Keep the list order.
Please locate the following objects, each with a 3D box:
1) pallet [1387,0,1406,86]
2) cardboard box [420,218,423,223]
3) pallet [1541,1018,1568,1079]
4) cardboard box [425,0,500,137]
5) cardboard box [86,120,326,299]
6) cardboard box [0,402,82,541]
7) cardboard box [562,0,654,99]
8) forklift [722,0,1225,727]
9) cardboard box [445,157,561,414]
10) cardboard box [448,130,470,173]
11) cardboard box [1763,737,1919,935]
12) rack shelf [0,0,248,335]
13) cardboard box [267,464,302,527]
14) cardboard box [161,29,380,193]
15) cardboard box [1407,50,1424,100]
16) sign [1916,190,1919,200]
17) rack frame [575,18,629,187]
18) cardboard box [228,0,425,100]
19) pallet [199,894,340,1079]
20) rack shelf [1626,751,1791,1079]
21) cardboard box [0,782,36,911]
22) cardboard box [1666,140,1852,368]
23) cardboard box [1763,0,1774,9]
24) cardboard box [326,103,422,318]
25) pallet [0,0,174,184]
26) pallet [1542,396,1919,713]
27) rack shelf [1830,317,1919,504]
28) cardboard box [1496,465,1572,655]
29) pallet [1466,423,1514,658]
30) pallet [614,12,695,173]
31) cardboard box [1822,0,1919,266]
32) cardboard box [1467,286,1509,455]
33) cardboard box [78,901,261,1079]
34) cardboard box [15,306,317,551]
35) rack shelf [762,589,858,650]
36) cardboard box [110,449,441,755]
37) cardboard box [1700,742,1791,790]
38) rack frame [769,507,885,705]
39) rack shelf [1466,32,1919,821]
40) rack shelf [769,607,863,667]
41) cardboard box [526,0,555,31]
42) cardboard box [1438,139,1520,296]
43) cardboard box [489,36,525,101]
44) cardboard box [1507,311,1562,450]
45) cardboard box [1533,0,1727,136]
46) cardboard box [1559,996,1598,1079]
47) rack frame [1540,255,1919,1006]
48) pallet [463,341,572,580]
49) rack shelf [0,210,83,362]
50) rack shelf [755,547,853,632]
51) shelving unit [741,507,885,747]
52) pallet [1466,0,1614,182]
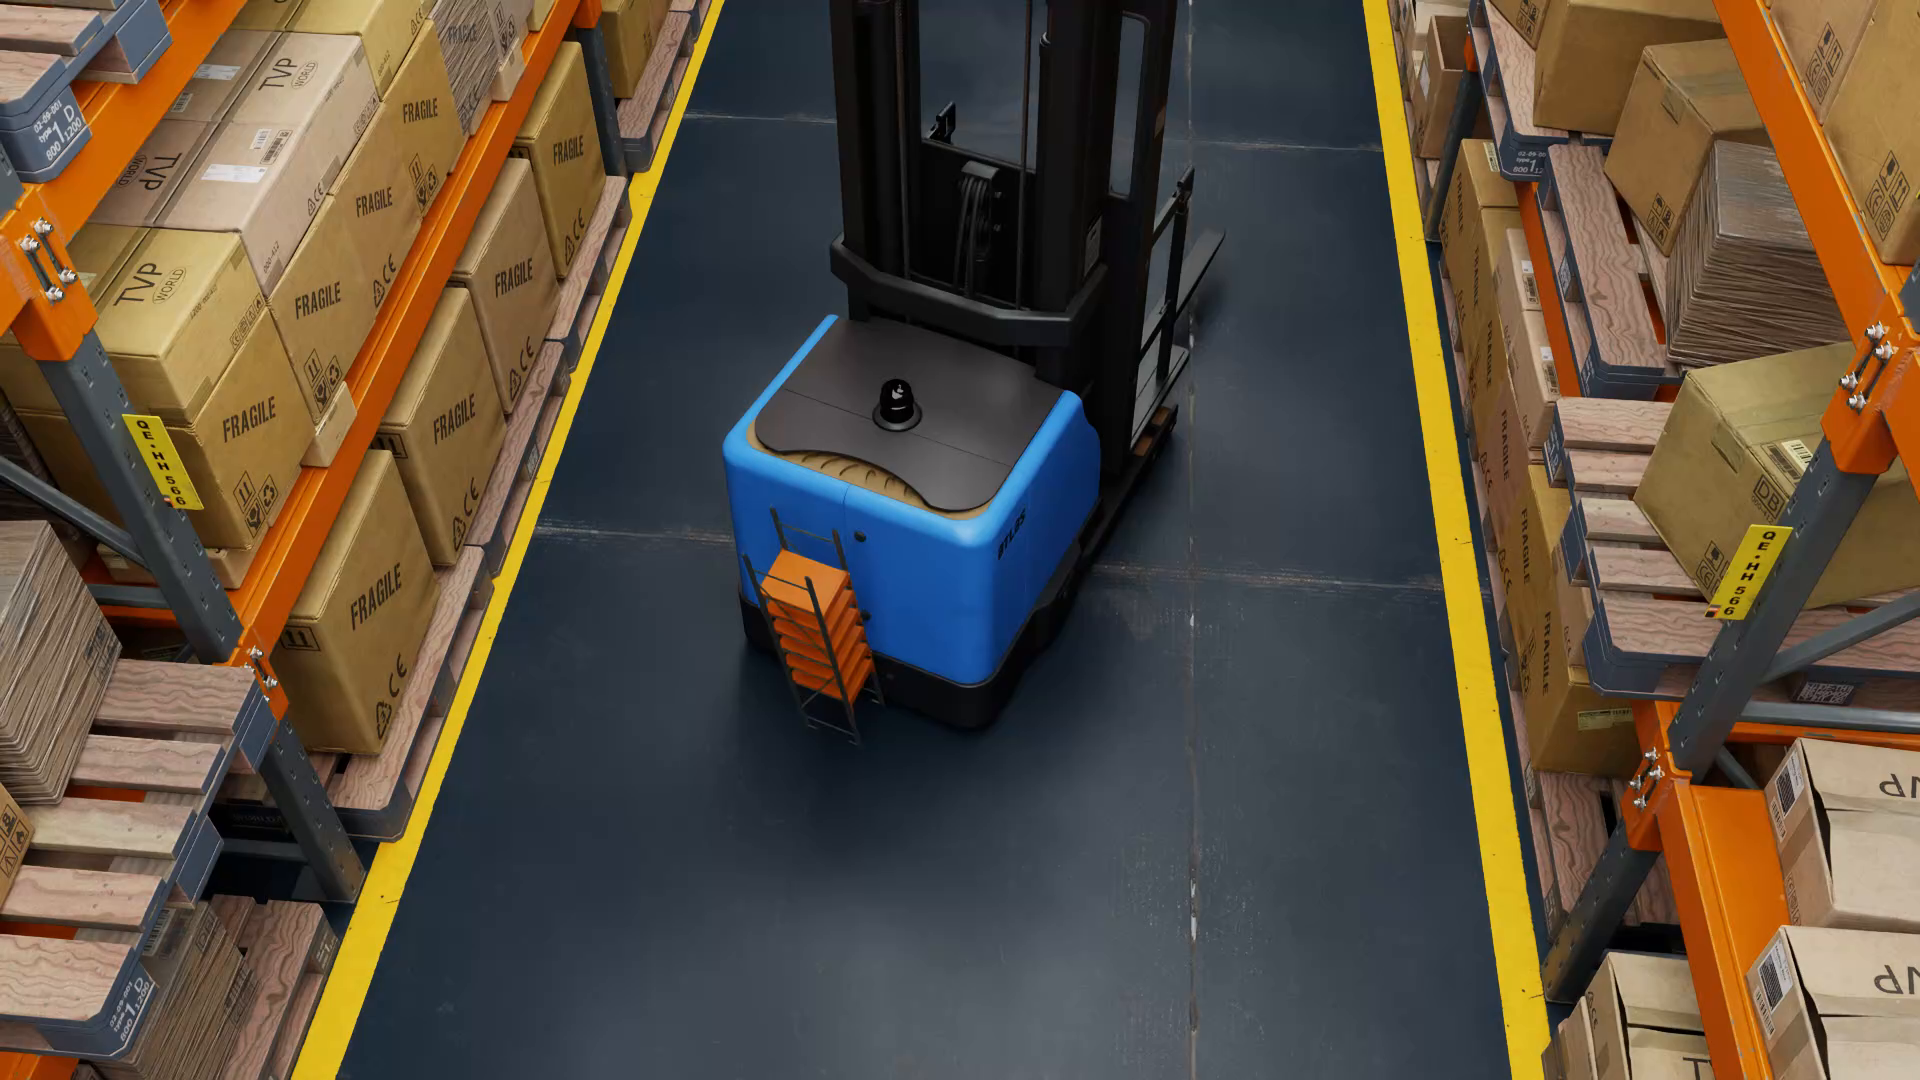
[{"bbox_3d":[2.934,-2.928,9.286,1.003,0.211,1.213,4,48,4],"label":"pallet"},{"bbox_3d":[-2.147,-1.133,5.910,0.380,0.149,0.250,4,48,4],"label":"cardboard box"},{"bbox_3d":[2.283,2.017,4.762,1.003,0.211,1.213,4,48,4],"label":"pallet"},{"bbox_3d":[-2.054,-1.837,6.115,0.500,0.500,0.500,4,48,4],"label":"cardboard box"},{"bbox_3d":[-2.190,-0.962,4.806,0.500,0.250,0.500,3,48,3],"label":"cardboard box"},{"bbox_3d":[-2.756,-0.363,4.766,0.500,0.500,0.500,4,48,4],"label":"cardboard box"},{"bbox_3d":[-2.001,-2.637,8.539,0.700,0.500,0.500,4,48,4],"label":"cardboard box"},{"bbox_3d":[0.277,-1.407,6.051,1.130,2.935,3.031,20,51,17],"label":"forklift"},{"bbox_3d":[-2.180,-1.073,6.871,0.750,0.750,0.750,5,48,5],"label":"cardboard box"},{"bbox_3d":[-2.080,-1.520,6.264,0.380,0.149,0.250,3,48,2],"label":"cardboard box"},{"bbox_3d":[2.320,0.768,4.075,0.500,0.311,0.500,7,48,6],"label":"cardboard box"},{"bbox_3d":[-2.354,-2.096,5.089,1.077,0.370,4.000,4,48,4],"label":"rack shelf"},{"bbox_3d":[-2.244,-0.190,5.048,0.380,0.149,0.250,4,48,4],"label":"cardboard box"},{"bbox_3d":[-2.148,-1.330,5.143,0.500,0.250,0.500,4,48,4],"label":"cardboard box"},{"bbox_3d":[2.506,-2.370,8.518,0.380,0.149,0.250,4,48,4],"label":"cardboard box"},{"bbox_3d":[1.857,-0.752,3.021,0.100,0.325,0.005,4,48,4],"label":"sign"},{"bbox_3d":[-2.172,-2.796,7.275,1.000,3.000,0.127,4,48,4],"label":"rack frame"},{"bbox_3d":[-2.108,-1.706,5.486,0.500,0.250,0.500,3,48,3],"label":"cardboard box"},{"bbox_3d":[-2.609,1.658,5.090,1.003,0.211,1.213,4,48,4],"label":"pallet"},{"bbox_3d":[2.215,2.186,3.206,1.077,0.370,4.000,4,48,4],"label":"rack shelf"},{"bbox_3d":[-2.593,0.719,3.694,0.700,0.500,0.500,0,48,0],"label":"cardboard box"},{"bbox_3d":[2.616,-0.832,5.126,0.700,0.500,0.500,12,49,11],"label":"cardboard box"},{"bbox_3d":[2.497,-1.653,4.128,0.910,0.500,0.500,4,48,4],"label":"cardboard box"},{"bbox_3d":[-2.134,-1.087,5.428,0.500,0.500,0.500,4,48,3],"label":"cardboard box"},{"bbox_3d":[-2.530,-1.282,3.985,1.213,0.211,1.003,6,48,5],"label":"pallet"},{"bbox_3d":[2.389,0.035,4.815,1.213,0.211,1.003,4,48,4],"label":"pallet"},{"bbox_3d":[2.215,1.173,2.099,1.077,0.370,4.000,4,48,4],"label":"rack shelf"},{"bbox_3d":[2.296,0.085,6.035,0.500,0.500,0.500,2,48,2],"label":"cardboard box"},{"bbox_3d":[2.617,-0.026,6.631,1.003,0.211,1.213,4,48,4],"label":"pallet"},{"bbox_3d":[-2.025,-2.409,8.810,1.003,0.211,1.213,4,48,4],"label":"pallet"},{"bbox_3d":[2.403,-0.896,3.436,0.910,0.500,0.500,4,48,4],"label":"cardboard box"},{"bbox_3d":[2.384,-0.672,6.728,0.500,0.500,0.500,4,48,4],"label":"cardboard box"},{"bbox_3d":[-2.550,1.371,4.859,0.700,0.500,0.500,4,48,4],"label":"cardboard box"},{"bbox_3d":[-2.237,-0.338,4.743,0.500,0.500,0.500,5,48,5],"label":"cardboard box"},{"bbox_3d":[-0.491,0.222,5.464,0.258,0.103,0.180,19,62,17],"label":"rack shelf"},{"bbox_3d":[-2.339,0.195,5.711,0.750,0.750,0.750,3,48,3],"label":"cardboard box"},{"bbox_3d":[2.723,0.853,5.333,0.500,0.500,0.500,6,48,5],"label":"cardboard box"},{"bbox_3d":[-0.437,0.253,5.671,0.240,1.200,0.006,19,62,17],"label":"rack frame"},{"bbox_3d":[2.579,-0.754,5.894,1.077,0.370,4.000,4,48,4],"label":"rack shelf"},{"bbox_3d":[-0.482,0.285,5.565,0.258,0.103,0.180,19,62,17],"label":"rack shelf"},{"bbox_3d":[-1.920,-2.264,6.945,0.380,0.149,0.250,5,48,4],"label":"cardboard box"},{"bbox_3d":[2.475,-1.432,7.423,0.500,0.500,0.500,2,48,2],"label":"cardboard box"},{"bbox_3d":[-1.954,-1.878,6.592,0.380,0.149,0.250,4,48,4],"label":"cardboard box"},{"bbox_3d":[2.339,-0.581,6.137,0.500,0.250,0.500,3,48,3],"label":"cardboard box"},{"bbox_3d":[2.496,-1.799,6.010,0.700,0.500,0.500,11,48,10],"label":"cardboard box"},{"bbox_3d":[2.057,1.625,4.810,0.500,0.250,0.500,4,48,3],"label":"cardboard box"},{"bbox_3d":[2.397,0.473,4.284,1.000,3.000,0.127,4,48,4],"label":"rack frame"},{"bbox_3d":[-2.276,-0.384,6.958,1.003,0.211,1.213,4,48,4],"label":"pallet"},{"bbox_3d":[-2.719,0.843,2.401,1.077,0.370,4.000,4,48,4],"label":"rack shelf"},{"bbox_3d":[-0.501,0.158,5.363,0.258,0.103,0.180,19,62,17],"label":"rack shelf"},{"bbox_3d":[-0.475,0.326,5.629,0.258,1.200,0.189,19,62,17],"label":"shelving unit"},{"bbox_3d":[2.580,-1.821,6.513,1.003,0.211,1.213,4,48,4],"label":"pallet"}]
